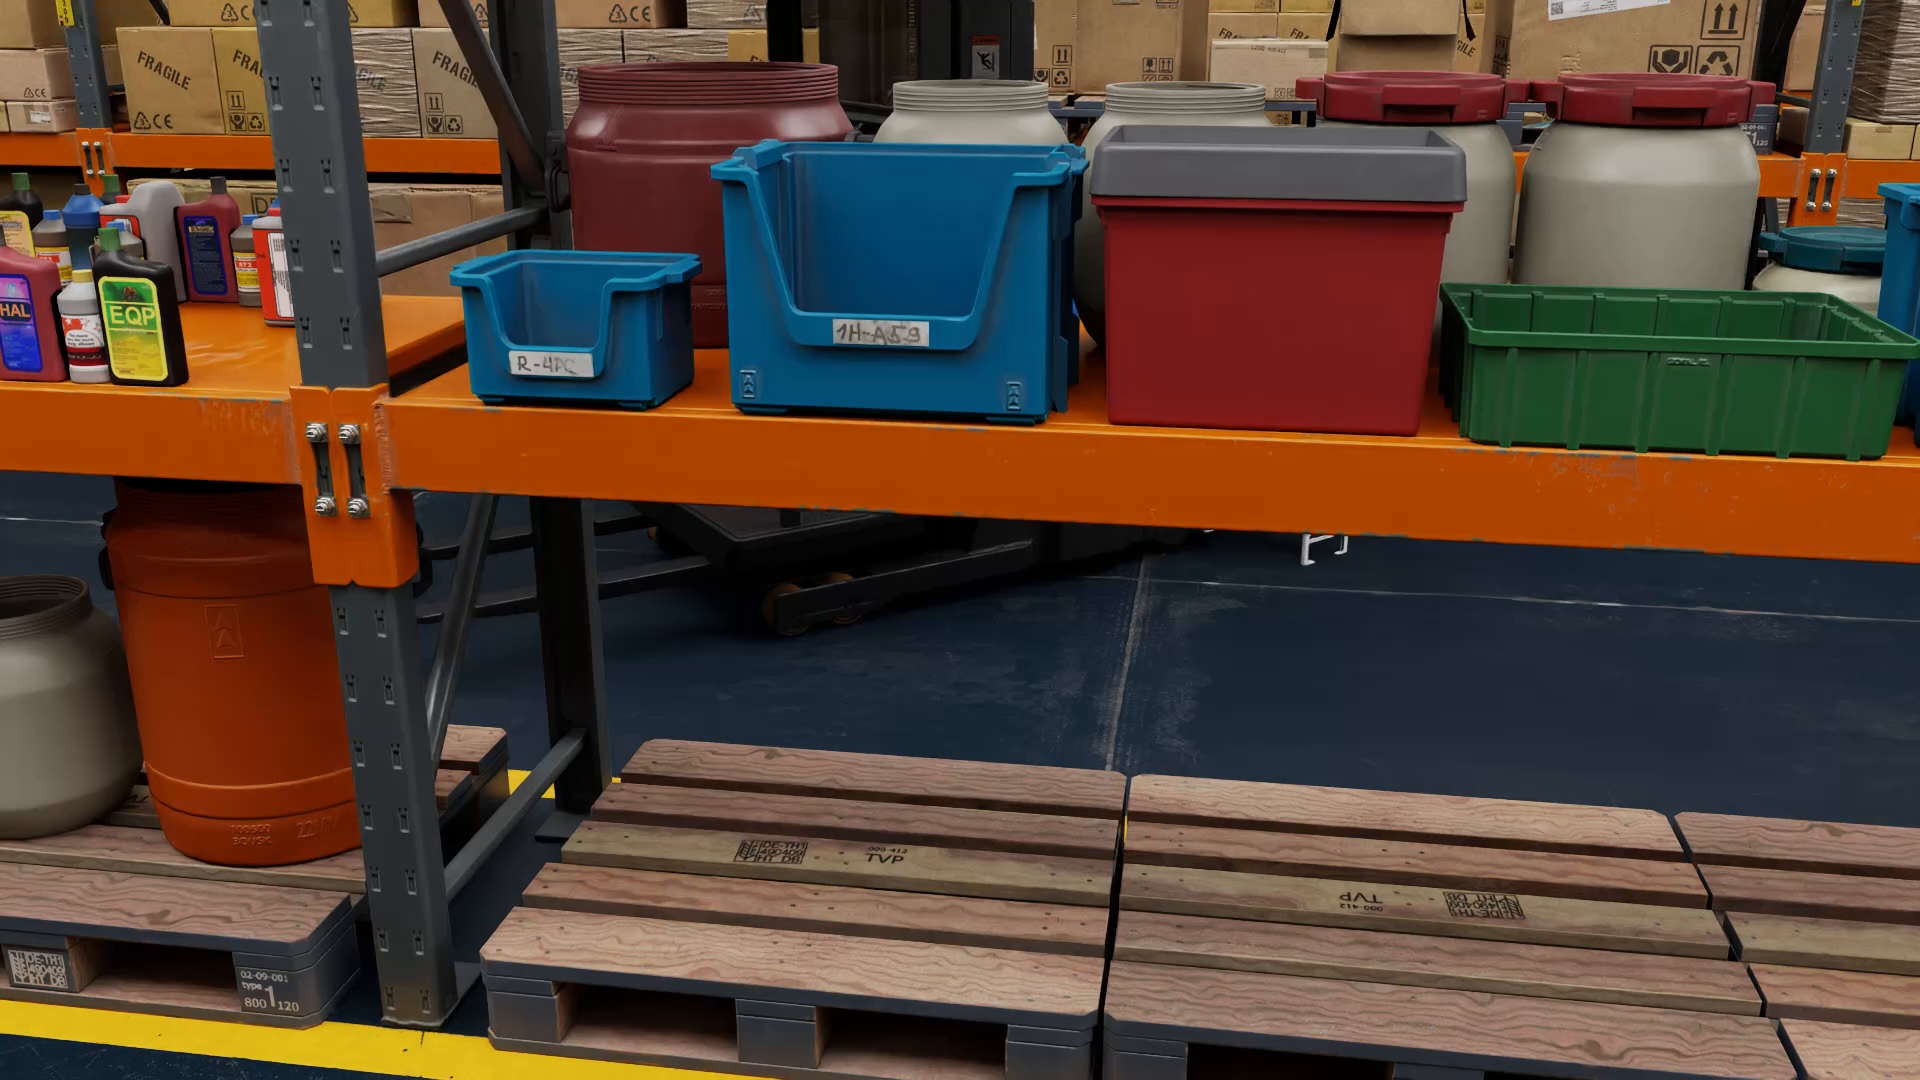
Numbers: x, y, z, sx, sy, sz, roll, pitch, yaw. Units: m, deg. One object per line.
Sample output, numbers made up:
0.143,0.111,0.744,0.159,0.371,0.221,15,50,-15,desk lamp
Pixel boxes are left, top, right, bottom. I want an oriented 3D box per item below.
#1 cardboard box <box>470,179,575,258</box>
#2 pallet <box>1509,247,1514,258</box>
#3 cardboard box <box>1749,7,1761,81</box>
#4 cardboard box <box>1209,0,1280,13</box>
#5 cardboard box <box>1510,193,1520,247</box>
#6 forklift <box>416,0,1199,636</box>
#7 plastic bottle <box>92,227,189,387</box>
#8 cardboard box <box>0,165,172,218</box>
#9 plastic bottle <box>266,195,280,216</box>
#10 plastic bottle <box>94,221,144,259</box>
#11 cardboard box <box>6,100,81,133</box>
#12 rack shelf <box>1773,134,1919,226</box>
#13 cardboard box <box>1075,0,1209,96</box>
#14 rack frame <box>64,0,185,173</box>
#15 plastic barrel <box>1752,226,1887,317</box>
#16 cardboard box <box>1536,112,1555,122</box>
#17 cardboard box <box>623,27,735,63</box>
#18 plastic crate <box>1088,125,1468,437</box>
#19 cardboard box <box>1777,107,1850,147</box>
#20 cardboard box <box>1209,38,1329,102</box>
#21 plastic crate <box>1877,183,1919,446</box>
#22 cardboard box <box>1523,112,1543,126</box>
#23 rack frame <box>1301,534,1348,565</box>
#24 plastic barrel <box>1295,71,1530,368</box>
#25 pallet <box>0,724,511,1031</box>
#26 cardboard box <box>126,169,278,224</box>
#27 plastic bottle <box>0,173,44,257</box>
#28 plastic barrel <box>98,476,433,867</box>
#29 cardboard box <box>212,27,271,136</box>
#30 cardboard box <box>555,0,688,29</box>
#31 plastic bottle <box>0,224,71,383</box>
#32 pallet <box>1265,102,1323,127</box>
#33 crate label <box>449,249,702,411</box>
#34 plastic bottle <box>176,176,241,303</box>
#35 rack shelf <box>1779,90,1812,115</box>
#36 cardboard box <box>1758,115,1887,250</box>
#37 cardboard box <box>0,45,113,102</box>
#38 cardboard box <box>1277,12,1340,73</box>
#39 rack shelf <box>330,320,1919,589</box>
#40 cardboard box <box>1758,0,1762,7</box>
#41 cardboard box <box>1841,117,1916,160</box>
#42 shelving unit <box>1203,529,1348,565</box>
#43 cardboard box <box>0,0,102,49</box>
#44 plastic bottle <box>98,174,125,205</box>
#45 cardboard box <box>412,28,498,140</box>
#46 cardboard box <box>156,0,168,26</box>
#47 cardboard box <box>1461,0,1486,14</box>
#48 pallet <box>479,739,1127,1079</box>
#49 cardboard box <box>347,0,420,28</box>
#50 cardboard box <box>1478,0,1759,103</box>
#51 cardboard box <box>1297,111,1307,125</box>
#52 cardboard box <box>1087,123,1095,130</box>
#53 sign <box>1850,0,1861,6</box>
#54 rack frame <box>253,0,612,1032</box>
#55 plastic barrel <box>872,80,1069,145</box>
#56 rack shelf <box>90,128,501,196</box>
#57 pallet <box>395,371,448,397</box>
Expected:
-1.799,-1.424,8.519,0.875,0.875,1.225,3,19,9,cardboard box
3.820,-2.185,12.500,1.213,0.211,1.003,3,19,9,pallet
5.506,-3.527,11.882,0.550,0.550,0.875,3,19,9,cardboard box
2.092,-4.139,12.212,0.500,0.500,0.700,3,19,8,cardboard box
3.966,-2.627,12.311,0.750,0.750,1.050,3,19,8,cardboard box
-0.574,-1.271,5.482,3.031,2.935,1.130,-11,21,-30,forklift
-1.495,-0.424,3.027,0.133,0.283,0.061,3,19,9,plastic bottle
-4.831,-1.595,9.031,0.875,0.875,0.875,3,19,9,cardboard box
-1.514,-0.669,3.778,0.097,0.271,0.097,0,18,0,plastic bottle
-1.862,-0.605,3.696,0.097,0.201,0.097,0,18,0,plastic bottle
-4.545,-2.139,8.365,0.250,0.149,0.380,3,19,9,cardboard box
5.682,-1.501,7.196,4.000,0.370,1.077,3,19,9,rack shelf
0.864,-2.379,7.868,0.500,0.500,0.700,6,19,17,cardboard box
-4.192,-2.346,8.586,0.127,3.000,1.000,3,19,9,rack frame
1.639,-0.440,3.110,0.301,0.262,0.301,0,18,0,plastic barrel
5.819,-4.184,16.571,0.500,0.500,0.500,4,19,11,cardboard box
-1.260,-2.166,7.891,0.500,0.500,0.500,3,19,8,cardboard box
0.519,-0.446,2.807,0.583,0.464,0.402,3,19,9,plastic crate
3.966,-1.905,7.665,0.250,0.149,0.380,3,19,9,cardboard box
1.376,-2.116,7.474,0.500,0.250,0.500,2,19,7,cardboard box
1.783,-0.342,2.622,0.575,0.384,0.392,3,19,9,plastic crate
5.026,-3.662,15.267,0.500,0.500,0.500,3,19,9,cardboard box
1.336,-0.502,5.912,0.240,1.200,0.015,-14,23,-36,rack frame
0.860,-0.631,3.248,0.433,0.535,0.433,0,18,0,plastic barrel
-1.813,0.703,3.869,1.213,0.211,1.003,3,19,9,pallet
-3.557,-1.511,8.779,0.875,0.875,1.225,3,19,9,cardboard box
-2.214,-0.716,3.900,0.133,0.283,0.061,3,19,9,plastic bottle
-1.514,0.218,3.682,0.708,0.830,0.600,3,19,9,plastic barrel
-3.281,-2.267,8.192,0.500,0.500,0.500,3,19,9,cardboard box
-1.605,-2.743,8.035,0.637,0.503,0.797,3,19,10,cardboard box
-1.723,-0.436,3.061,0.133,0.283,0.061,3,19,9,plastic bottle
1.719,-1.967,7.755,1.213,0.211,1.003,3,19,9,pallet
-0.671,-0.375,2.959,0.416,0.233,0.303,3,19,9,crate label
-1.721,-0.691,3.825,0.133,0.283,0.061,3,19,9,plastic bottle
6.568,-3.050,11.825,4.000,0.370,1.077,3,19,9,rack shelf
6.094,-2.586,11.990,0.875,0.875,0.875,3,19,9,cardboard box
-4.669,-2.356,8.383,0.500,0.250,0.500,3,19,8,cardboard box
2.536,-3.557,12.050,0.500,0.500,0.500,3,19,8,cardboard box
0.947,-0.151,3.160,4.000,0.370,1.077,3,19,9,rack shelf
5.514,-4.054,11.755,0.550,0.550,0.875,3,19,9,cardboard box
3.872,-1.719,7.109,0.250,0.149,0.380,3,19,9,cardboard box
1.185,-0.563,6.094,0.258,1.200,0.503,-14,23,-36,shelving unit
-4.688,-2.711,8.262,0.500,0.500,0.500,3,19,10,cardboard box
-1.986,-0.705,3.866,0.133,0.283,0.061,3,19,9,plastic bottle
-2.276,-2.217,8.044,0.500,0.500,0.500,3,19,10,cardboard box
-6.323,-4.156,13.371,0.500,0.500,0.500,3,19,9,cardboard box
3.594,-4.062,11.982,0.500,0.500,0.700,3,19,8,cardboard box
-0.269,0.781,3.636,1.213,0.211,1.003,3,19,9,pallet
-2.884,-2.801,8.209,0.637,0.503,0.797,3,19,9,cardboard box
2.945,-2.510,7.471,1.000,1.000,1.000,3,19,9,cardboard box
4.781,-5.740,21.812,0.625,0.625,0.875,3,19,8,cardboard box
1.231,-2.767,12.728,0.750,0.750,1.050,3,19,8,cardboard box
3.623,-2.318,6.679,0.005,0.325,0.100,3,19,9,sign
-1.028,-0.593,3.347,0.127,3.000,1.000,3,19,9,rack frame
0.022,-0.661,3.374,0.421,0.512,0.421,0,18,0,plastic barrel
-2.217,-1.904,8.399,4.000,0.370,1.077,3,19,9,rack shelf
-2.210,-0.947,8.802,1.213,0.211,1.003,3,19,9,pallet
